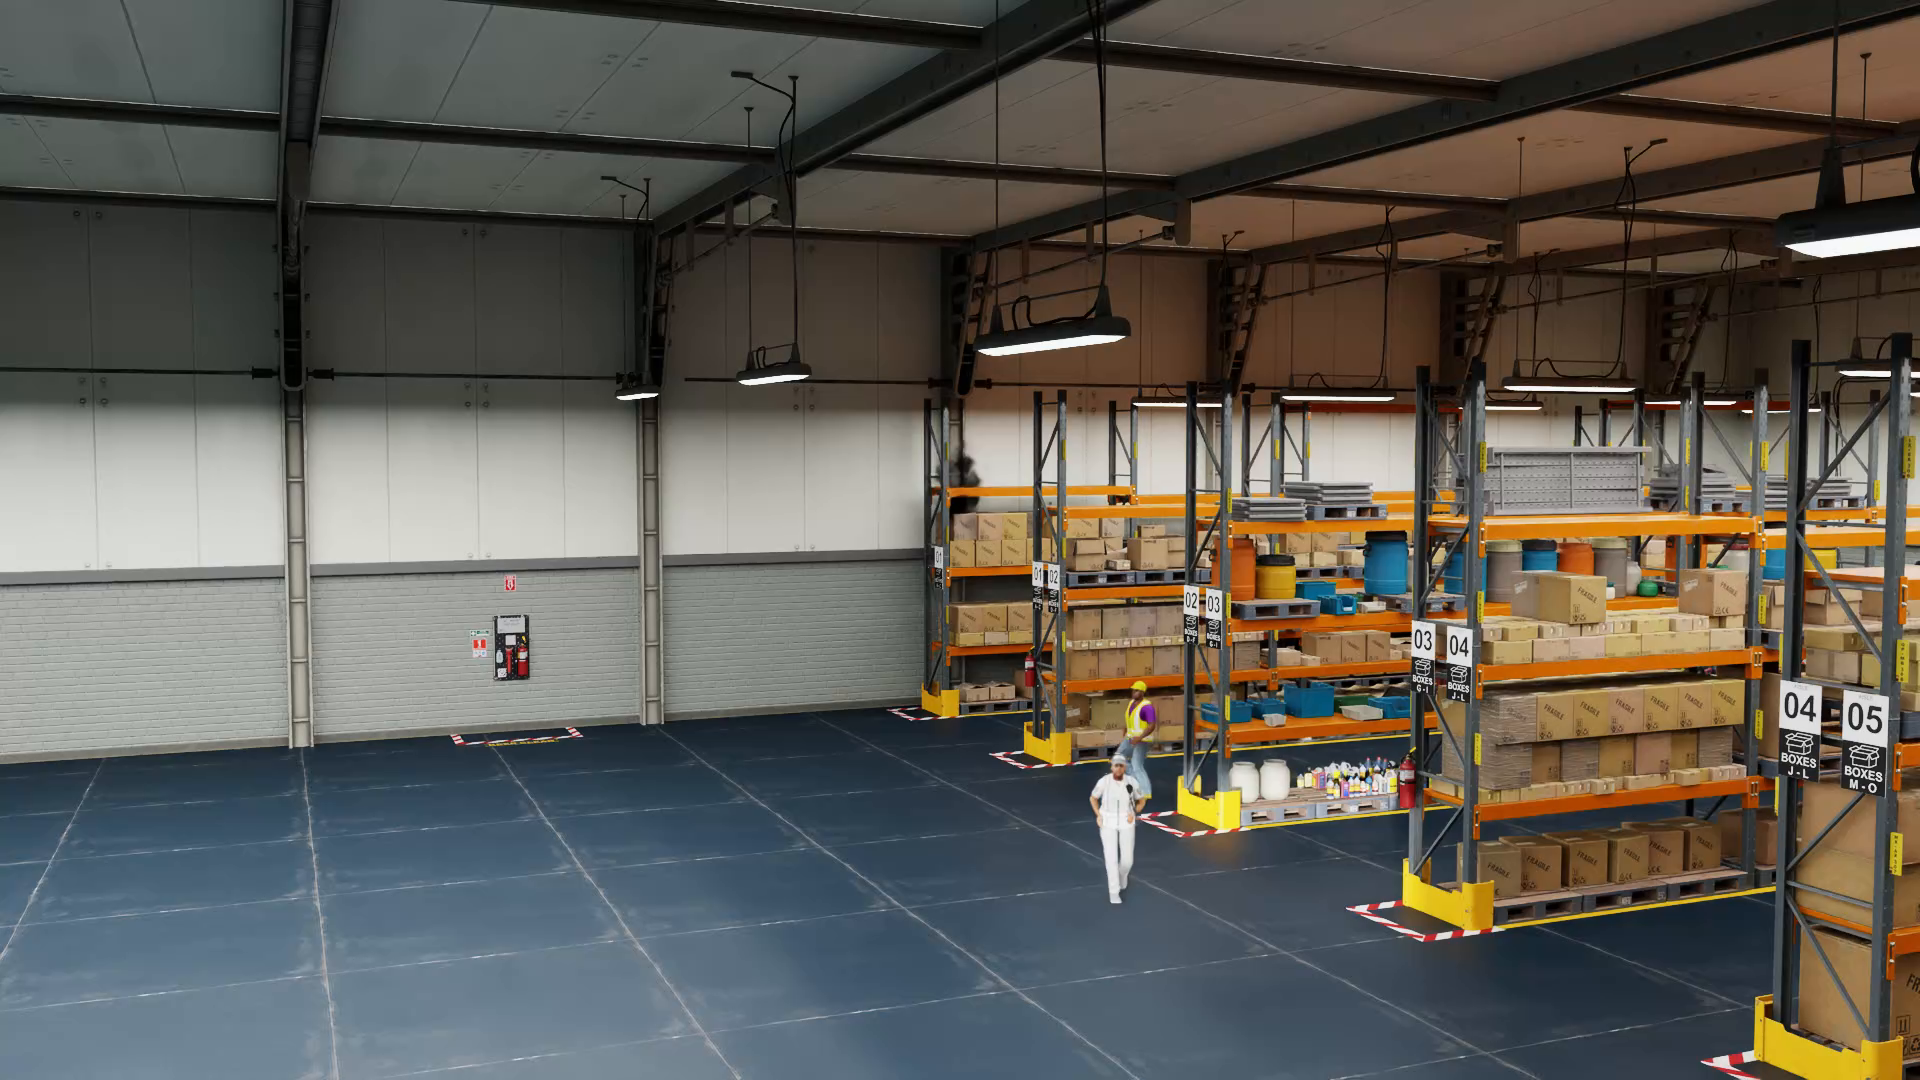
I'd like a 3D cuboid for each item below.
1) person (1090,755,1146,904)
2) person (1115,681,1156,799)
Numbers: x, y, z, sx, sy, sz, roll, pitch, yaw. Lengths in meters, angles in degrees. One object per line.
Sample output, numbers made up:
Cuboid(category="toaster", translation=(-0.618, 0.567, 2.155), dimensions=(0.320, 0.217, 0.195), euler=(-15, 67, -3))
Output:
Cuboid(category="person", translation=(1.788, 3.238, 18.835), dimensions=(0.634, 1.638, 0.685), euler=(0, 3, 2))
Cuboid(category="person", translation=(2.523, 2.884, 23.967), dimensions=(0.580, 1.726, 0.724), euler=(-2, 4, -25))
